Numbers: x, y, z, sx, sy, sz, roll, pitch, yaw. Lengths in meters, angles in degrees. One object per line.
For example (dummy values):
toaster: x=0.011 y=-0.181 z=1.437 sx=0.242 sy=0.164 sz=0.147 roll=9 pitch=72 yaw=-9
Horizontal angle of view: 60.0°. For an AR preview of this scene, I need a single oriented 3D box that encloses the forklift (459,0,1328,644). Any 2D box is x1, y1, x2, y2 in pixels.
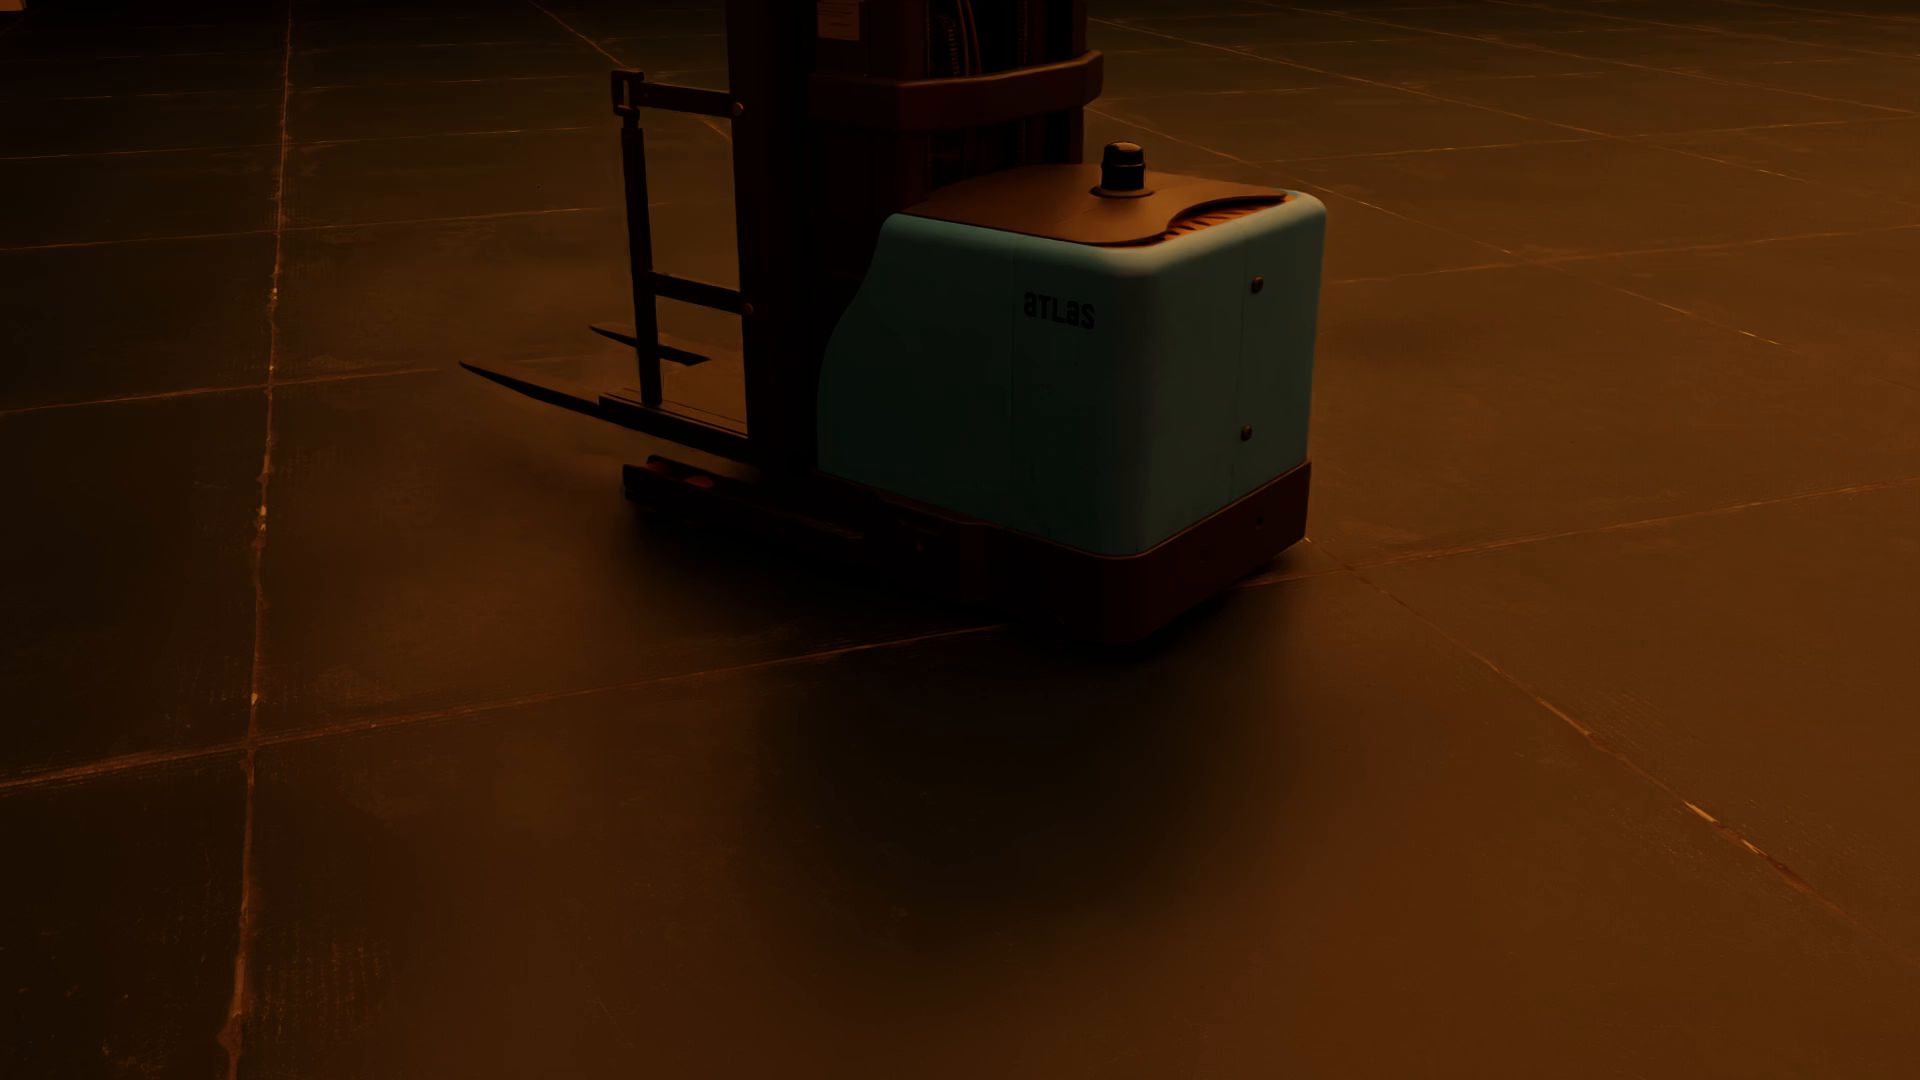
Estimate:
forklift: x=-0.437 y=-1.528 z=4.931 sx=3.031 sy=2.935 sz=1.130 roll=17 pitch=28 yaw=35
